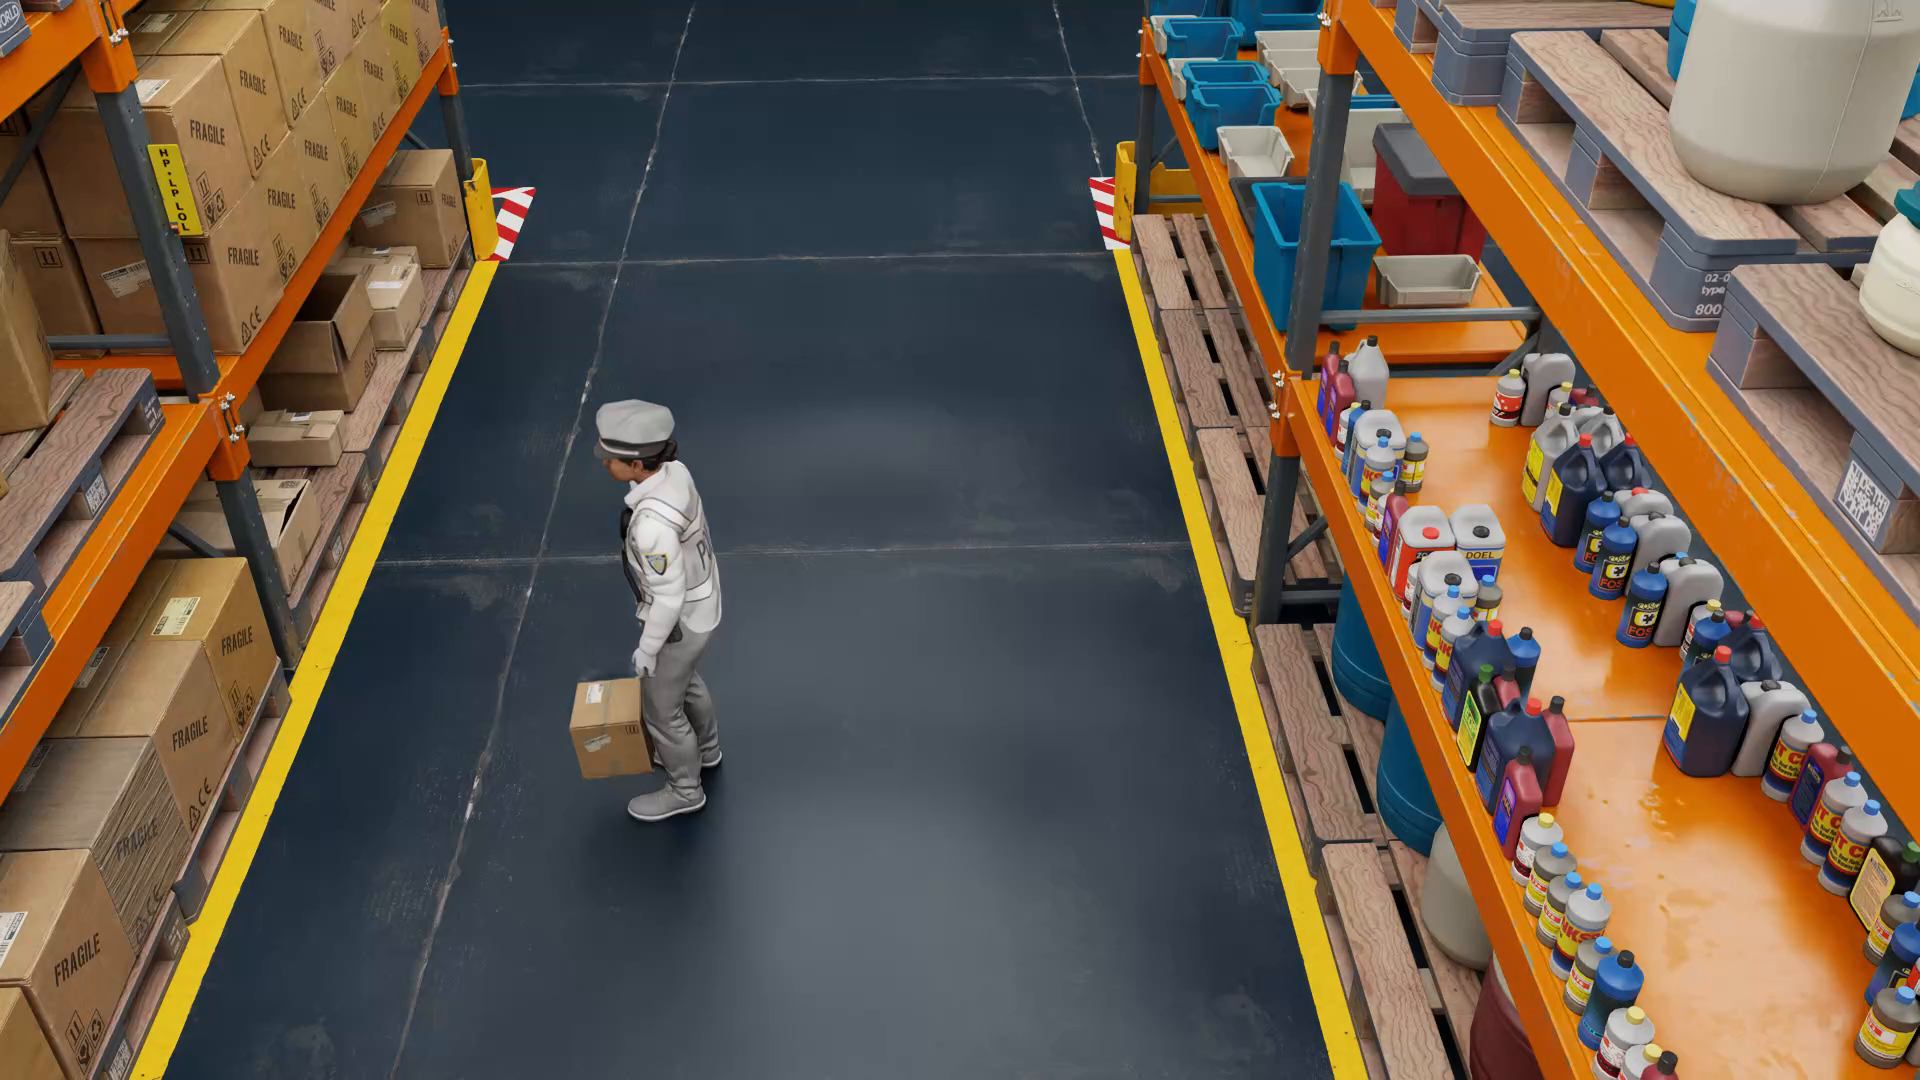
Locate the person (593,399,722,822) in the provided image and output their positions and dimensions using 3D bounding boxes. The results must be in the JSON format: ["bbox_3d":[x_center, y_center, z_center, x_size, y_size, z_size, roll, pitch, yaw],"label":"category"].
[{"bbox_3d":[-1.030,0.265,5.766,0.411,1.668,0.511,-3,36,-4],"label":"person"}]
